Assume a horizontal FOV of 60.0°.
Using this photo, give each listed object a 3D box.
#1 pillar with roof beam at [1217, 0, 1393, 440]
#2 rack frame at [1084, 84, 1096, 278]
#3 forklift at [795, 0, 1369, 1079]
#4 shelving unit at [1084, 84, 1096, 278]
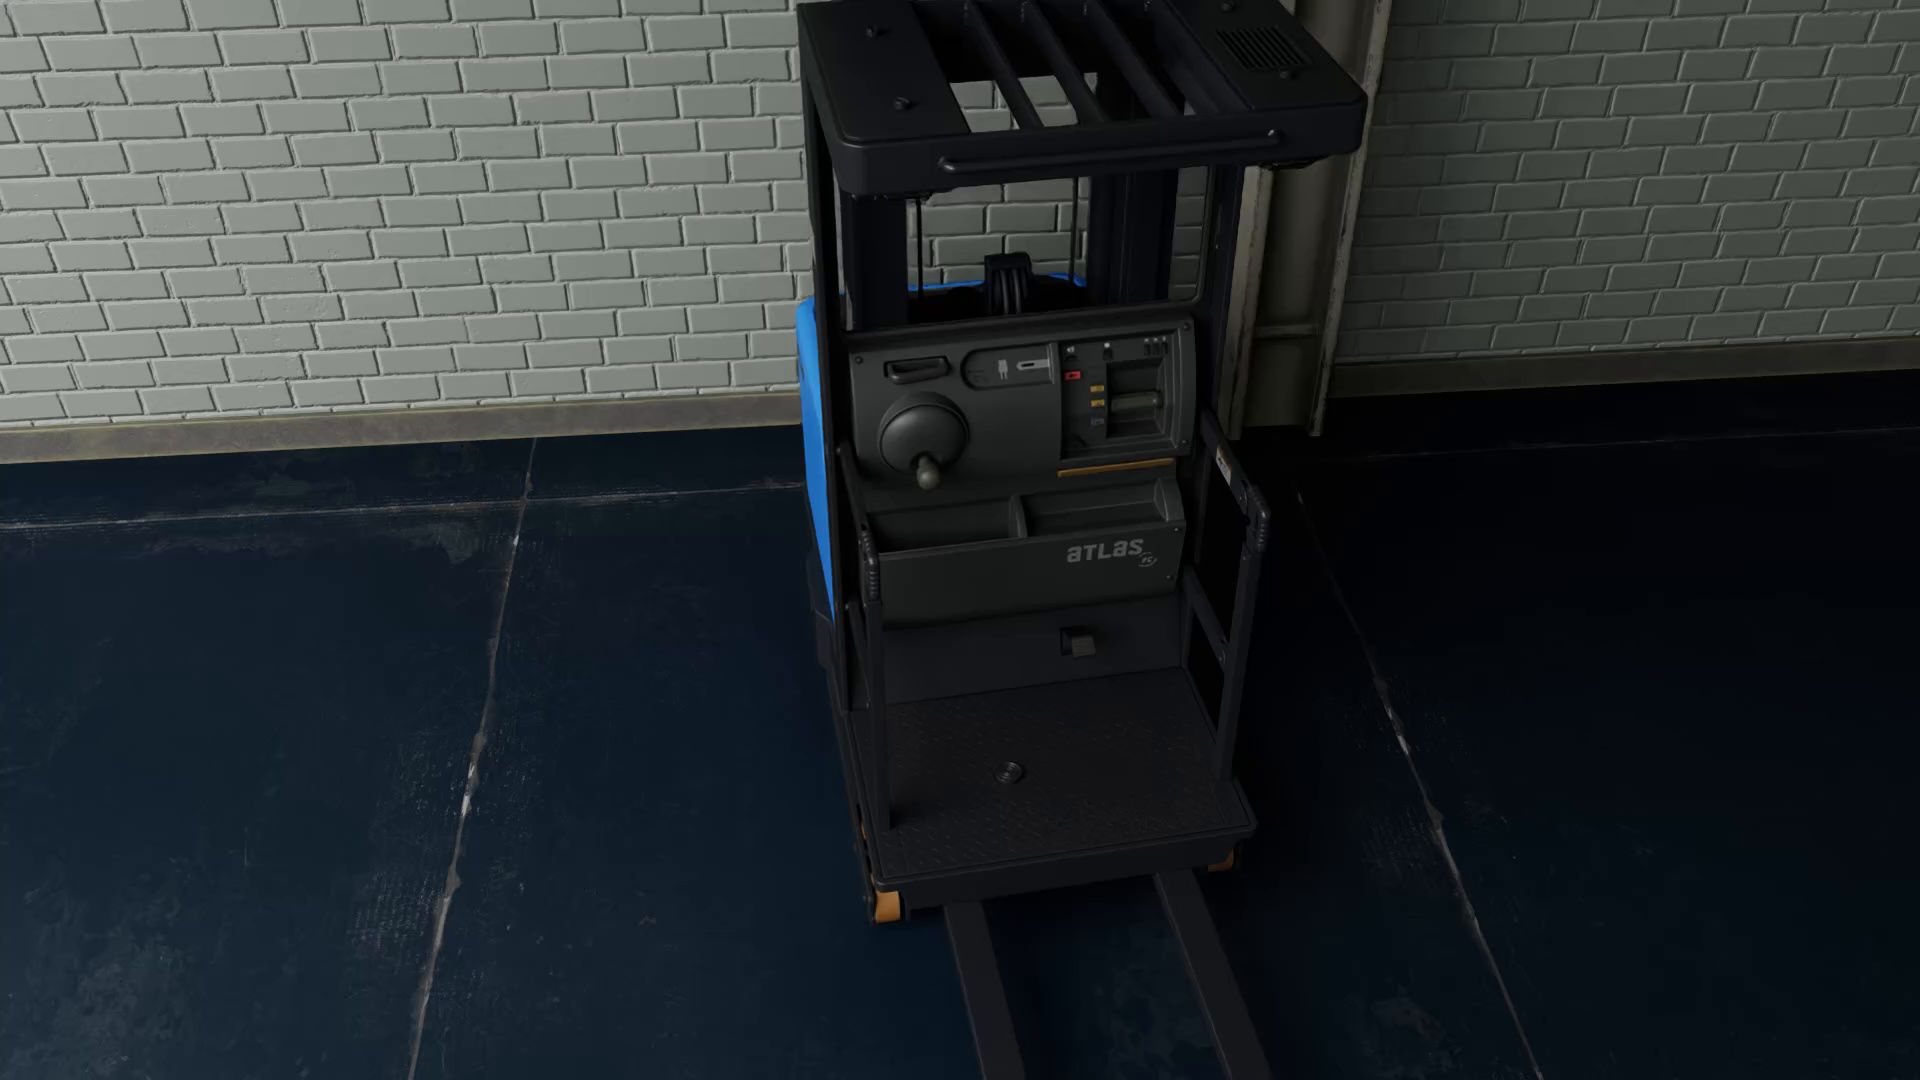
[{"bbox_3d":[1.651,-1.387,0.743,0.400,9.000,9.100,-3,38,-4],"label":"pillar with roof beam"},{"bbox_3d":[0.523,-0.867,6.138,0.032,1.500,0.500,-5,39,-7],"label":"rack frame"},{"bbox_3d":[0.217,-0.290,4.252,1.130,2.935,3.031,-7,39,-9],"label":"forklift"},{"bbox_3d":[0.021,-0.819,6.078,1.048,1.500,0.538,-5,39,-7],"label":"shelving unit"}]
